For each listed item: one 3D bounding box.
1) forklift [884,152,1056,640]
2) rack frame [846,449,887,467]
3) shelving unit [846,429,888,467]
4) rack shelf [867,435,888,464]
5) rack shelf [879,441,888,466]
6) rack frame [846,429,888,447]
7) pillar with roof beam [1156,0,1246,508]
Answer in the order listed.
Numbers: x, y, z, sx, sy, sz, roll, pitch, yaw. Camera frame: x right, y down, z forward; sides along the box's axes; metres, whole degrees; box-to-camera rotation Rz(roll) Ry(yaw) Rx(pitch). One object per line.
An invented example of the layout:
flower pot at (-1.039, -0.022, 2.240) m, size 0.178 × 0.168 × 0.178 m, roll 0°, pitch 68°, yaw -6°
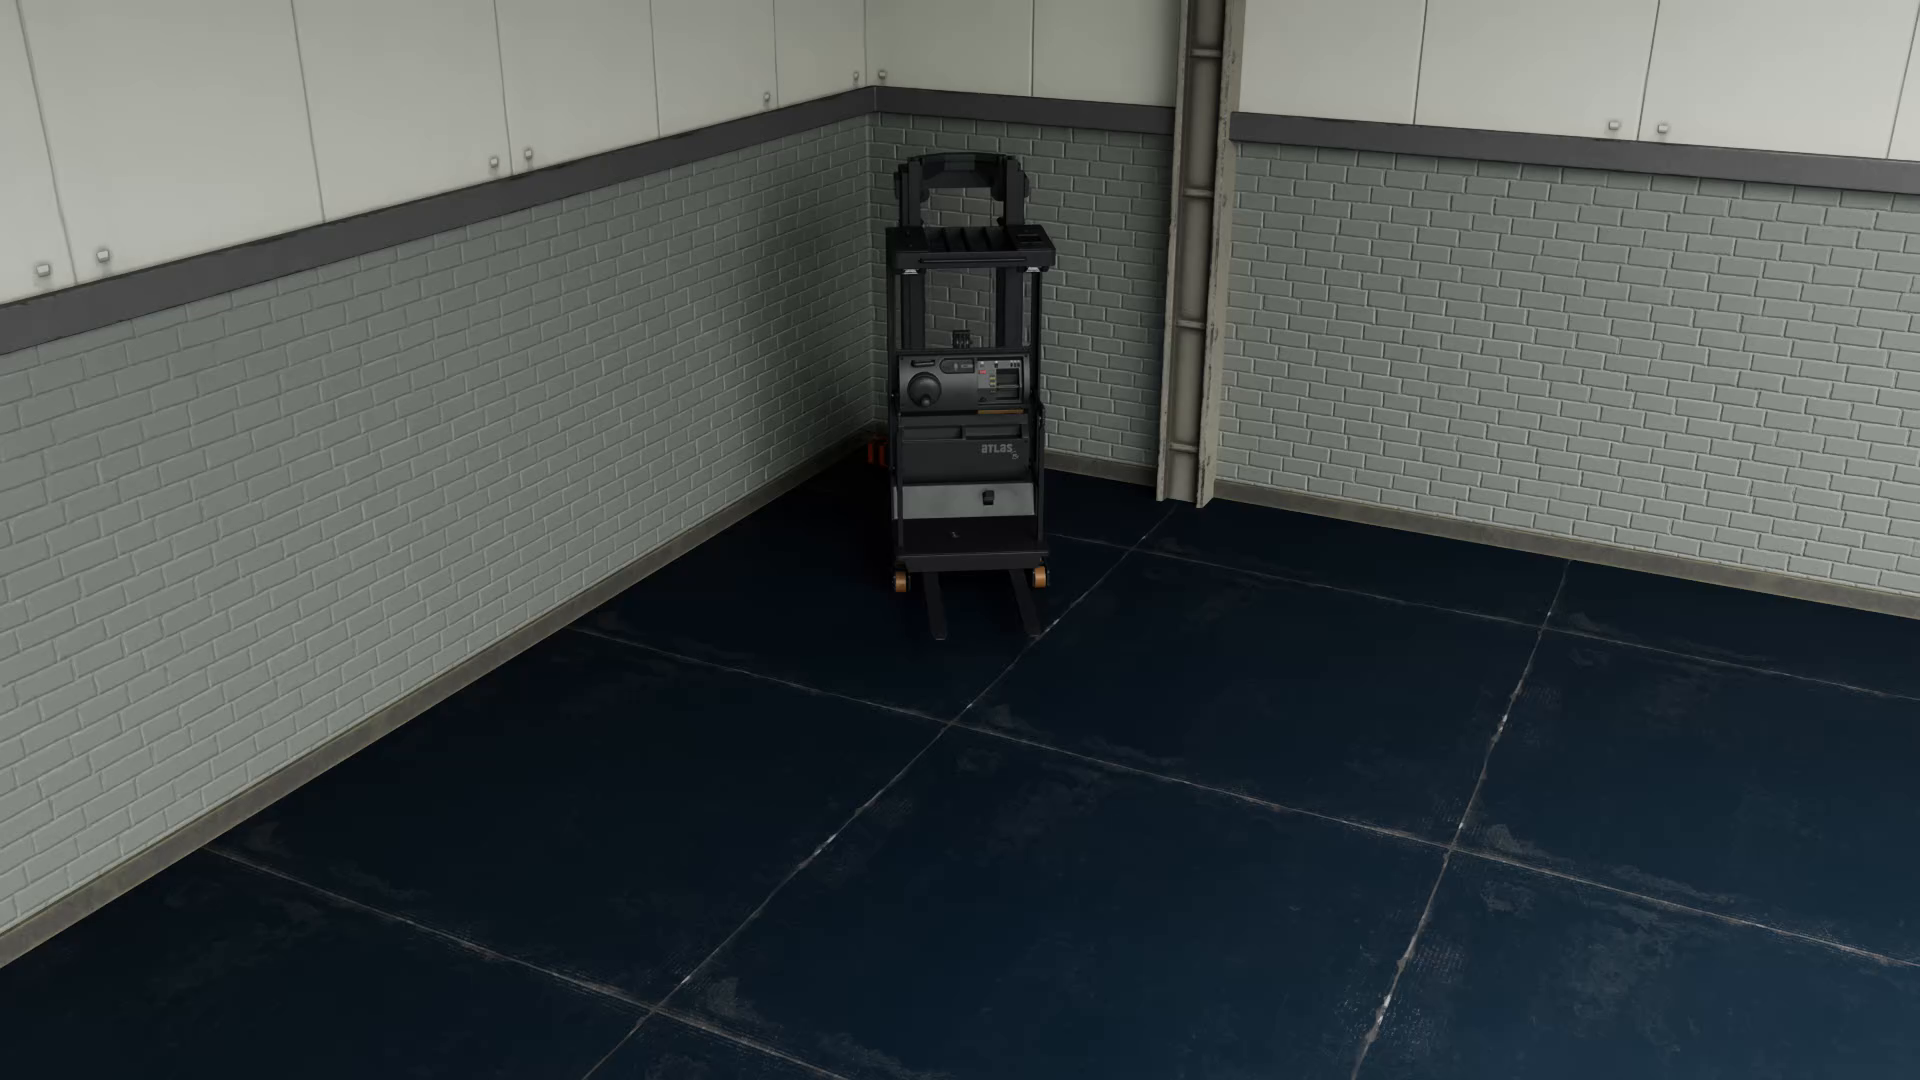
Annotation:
forklift at (0.051, -1.106, 11.605) m, size 1.130 × 2.935 × 3.031 m, roll -2°, pitch 23°, yaw -4°
rack frame at (-0.423, -0.634, 14.223) m, size 1.200 × 0.006 × 0.240 m, roll 14°, pitch 27°, yaw 31°
shelving unit at (-0.423, -0.718, 14.188) m, size 1.200 × 0.189 × 0.258 m, roll 14°, pitch 27°, yaw 31°
rack shelf at (-0.687, -0.784, 14.348) m, size 0.103 × 0.180 × 0.258 m, roll 14°, pitch 27°, yaw 31°
rack shelf at (-0.587, -0.759, 14.287) m, size 0.103 × 0.180 × 0.258 m, roll 14°, pitch 27°, yaw 31°
rack frame at (-0.424, -0.802, 14.152) m, size 1.200 × 0.006 × 0.240 m, roll 14°, pitch 27°, yaw 31°
pillar with roof beam at (-0.108, -2.981, 8.261) m, size 0.400 × 9.000 × 9.100 m, roll 11°, pitch 25°, yaw 25°
